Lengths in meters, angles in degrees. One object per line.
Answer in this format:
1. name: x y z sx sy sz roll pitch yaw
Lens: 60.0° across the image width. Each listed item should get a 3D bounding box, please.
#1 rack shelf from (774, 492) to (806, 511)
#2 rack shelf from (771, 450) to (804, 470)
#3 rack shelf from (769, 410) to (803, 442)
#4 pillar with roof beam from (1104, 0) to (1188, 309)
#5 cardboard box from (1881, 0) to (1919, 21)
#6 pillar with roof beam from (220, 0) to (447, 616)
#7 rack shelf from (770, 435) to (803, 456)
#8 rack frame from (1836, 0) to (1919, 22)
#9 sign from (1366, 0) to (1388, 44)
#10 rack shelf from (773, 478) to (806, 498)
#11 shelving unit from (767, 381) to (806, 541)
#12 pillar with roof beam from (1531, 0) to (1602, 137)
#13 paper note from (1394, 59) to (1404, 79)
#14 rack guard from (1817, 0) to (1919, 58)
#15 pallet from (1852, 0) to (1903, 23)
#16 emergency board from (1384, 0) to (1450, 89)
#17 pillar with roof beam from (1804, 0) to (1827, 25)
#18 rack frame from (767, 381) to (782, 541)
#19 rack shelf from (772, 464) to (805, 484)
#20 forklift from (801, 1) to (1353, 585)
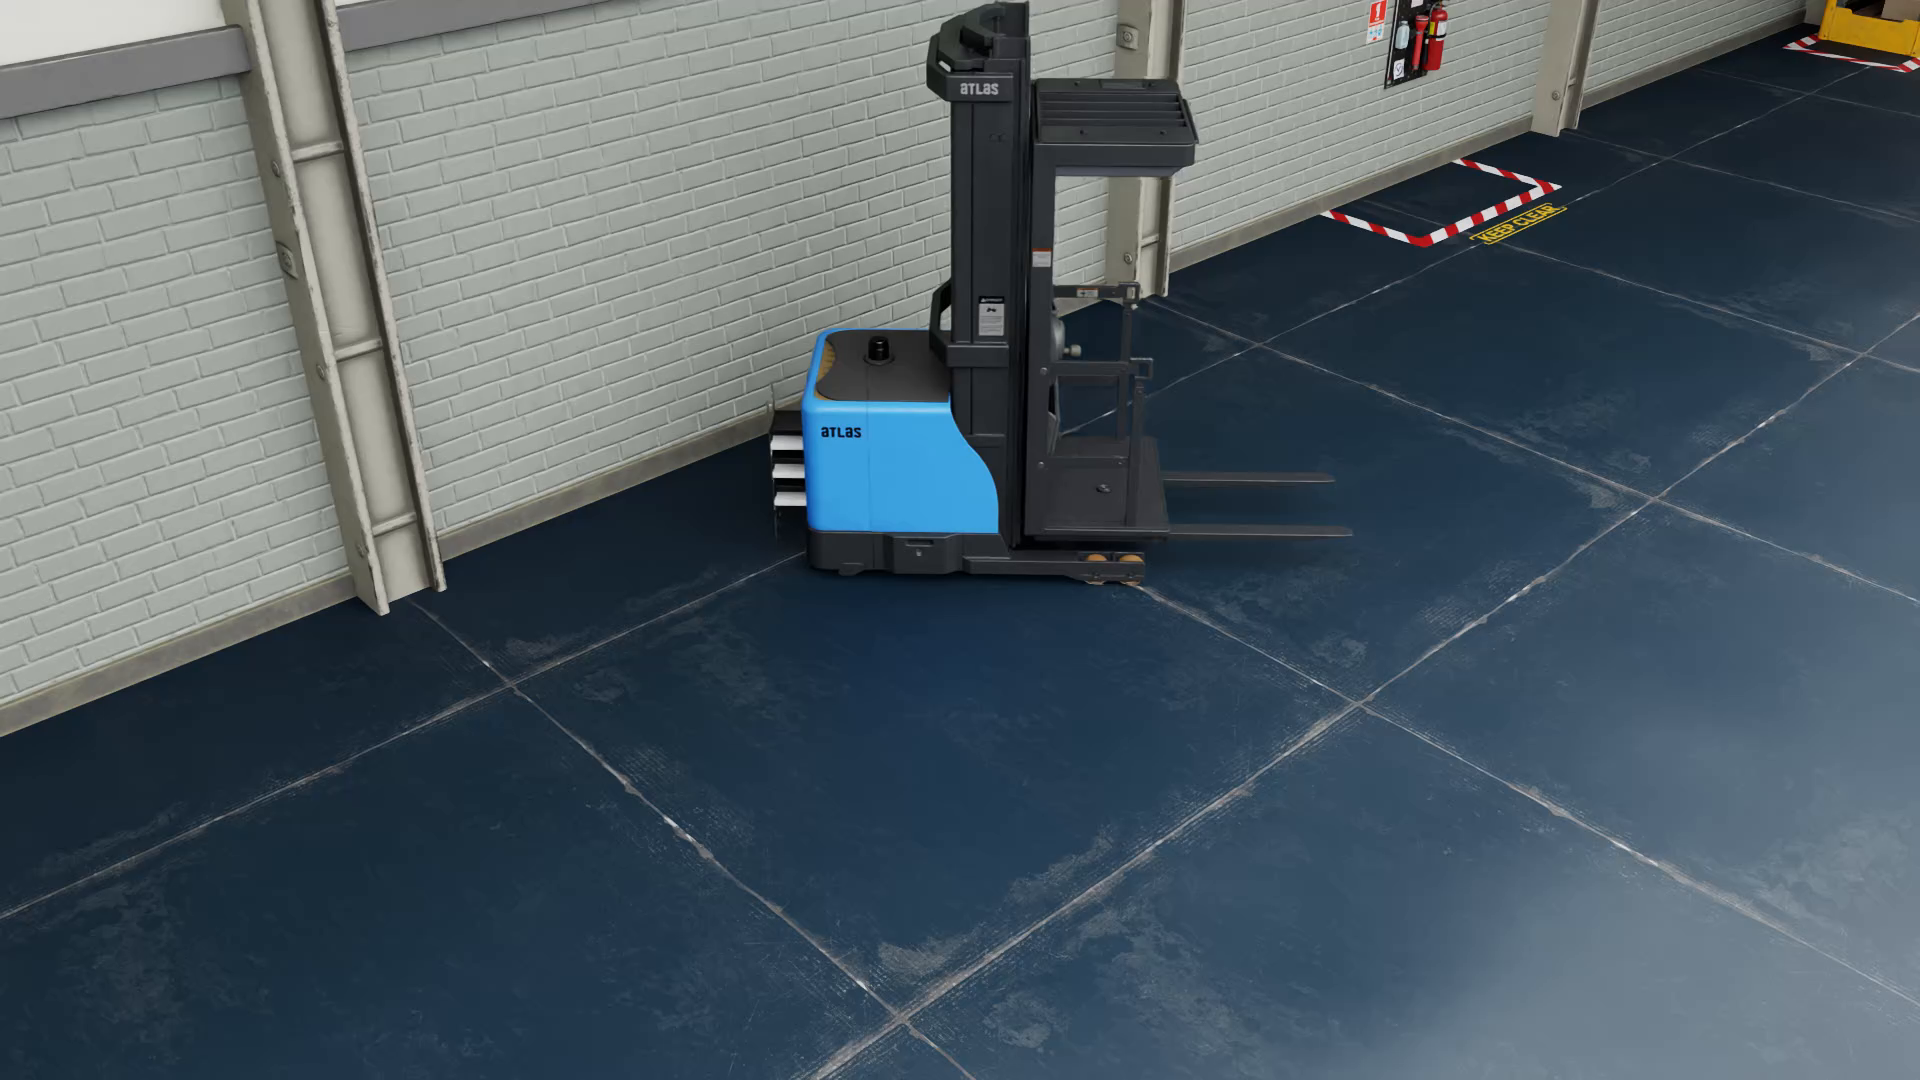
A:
1. rack shelf: -0.952 -0.259 9.554 0.200 0.077 0.258 1 31 1
2. rack shelf: -0.952 -0.489 9.413 0.200 0.077 0.258 1 31 1
3. rack shelf: -0.952 -0.642 9.319 0.200 0.077 0.258 1 31 1
4. pillar with roof beam: 4.259 -4.042 7.568 0.400 9.000 9.100 -26 40 -35
5. cardboard box: 10.774 -6.058 18.772 0.500 0.311 0.500 24 39 34
6. pillar with roof beam: -0.141 -1.914 4.088 0.400 9.000 9.100 -26 40 -35
7. rack shelf: -0.952 -0.566 9.366 0.200 0.077 0.258 1 31 1
8. rack frame: 10.206 -6.806 17.840 0.127 3.000 1.000 -26 40 -35
9. sign: 3.418 -4.254 13.632 0.234 0.329 0.001 -26 40 -35
10. rack shelf: -0.952 -0.335 9.507 0.200 0.077 0.258 1 31 1
11. shelving unit: -0.952 -0.441 9.442 0.210 0.900 0.258 1 31 1
12. pillar with roof beam: 8.658 -6.170 11.049 0.400 9.000 9.100 -26 40 -35
13. paper note: 3.717 -3.983 14.068 0.142 0.148 0.016 -26 40 -35
14. rack guard: 10.262 -5.767 18.536 0.348 0.500 1.175 -26 40 -35
15. pallet: 10.881 -5.918 19.061 1.213 0.211 1.003 -26 40 -35
16. emergency board: 3.893 -4.395 13.897 0.643 1.169 0.194 -26 40 -35
17. pillar with roof beam: 13.058 -8.298 14.529 0.400 9.000 9.100 -26 40 -35
18. rack frame: -1.054 -0.442 9.444 0.006 0.900 0.240 1 31 1
19. rack shelf: -0.952 -0.412 9.460 0.200 0.077 0.258 1 31 1
20. forklift: 0.673 -1.283 8.872 3.031 2.935 1.130 1 31 1
